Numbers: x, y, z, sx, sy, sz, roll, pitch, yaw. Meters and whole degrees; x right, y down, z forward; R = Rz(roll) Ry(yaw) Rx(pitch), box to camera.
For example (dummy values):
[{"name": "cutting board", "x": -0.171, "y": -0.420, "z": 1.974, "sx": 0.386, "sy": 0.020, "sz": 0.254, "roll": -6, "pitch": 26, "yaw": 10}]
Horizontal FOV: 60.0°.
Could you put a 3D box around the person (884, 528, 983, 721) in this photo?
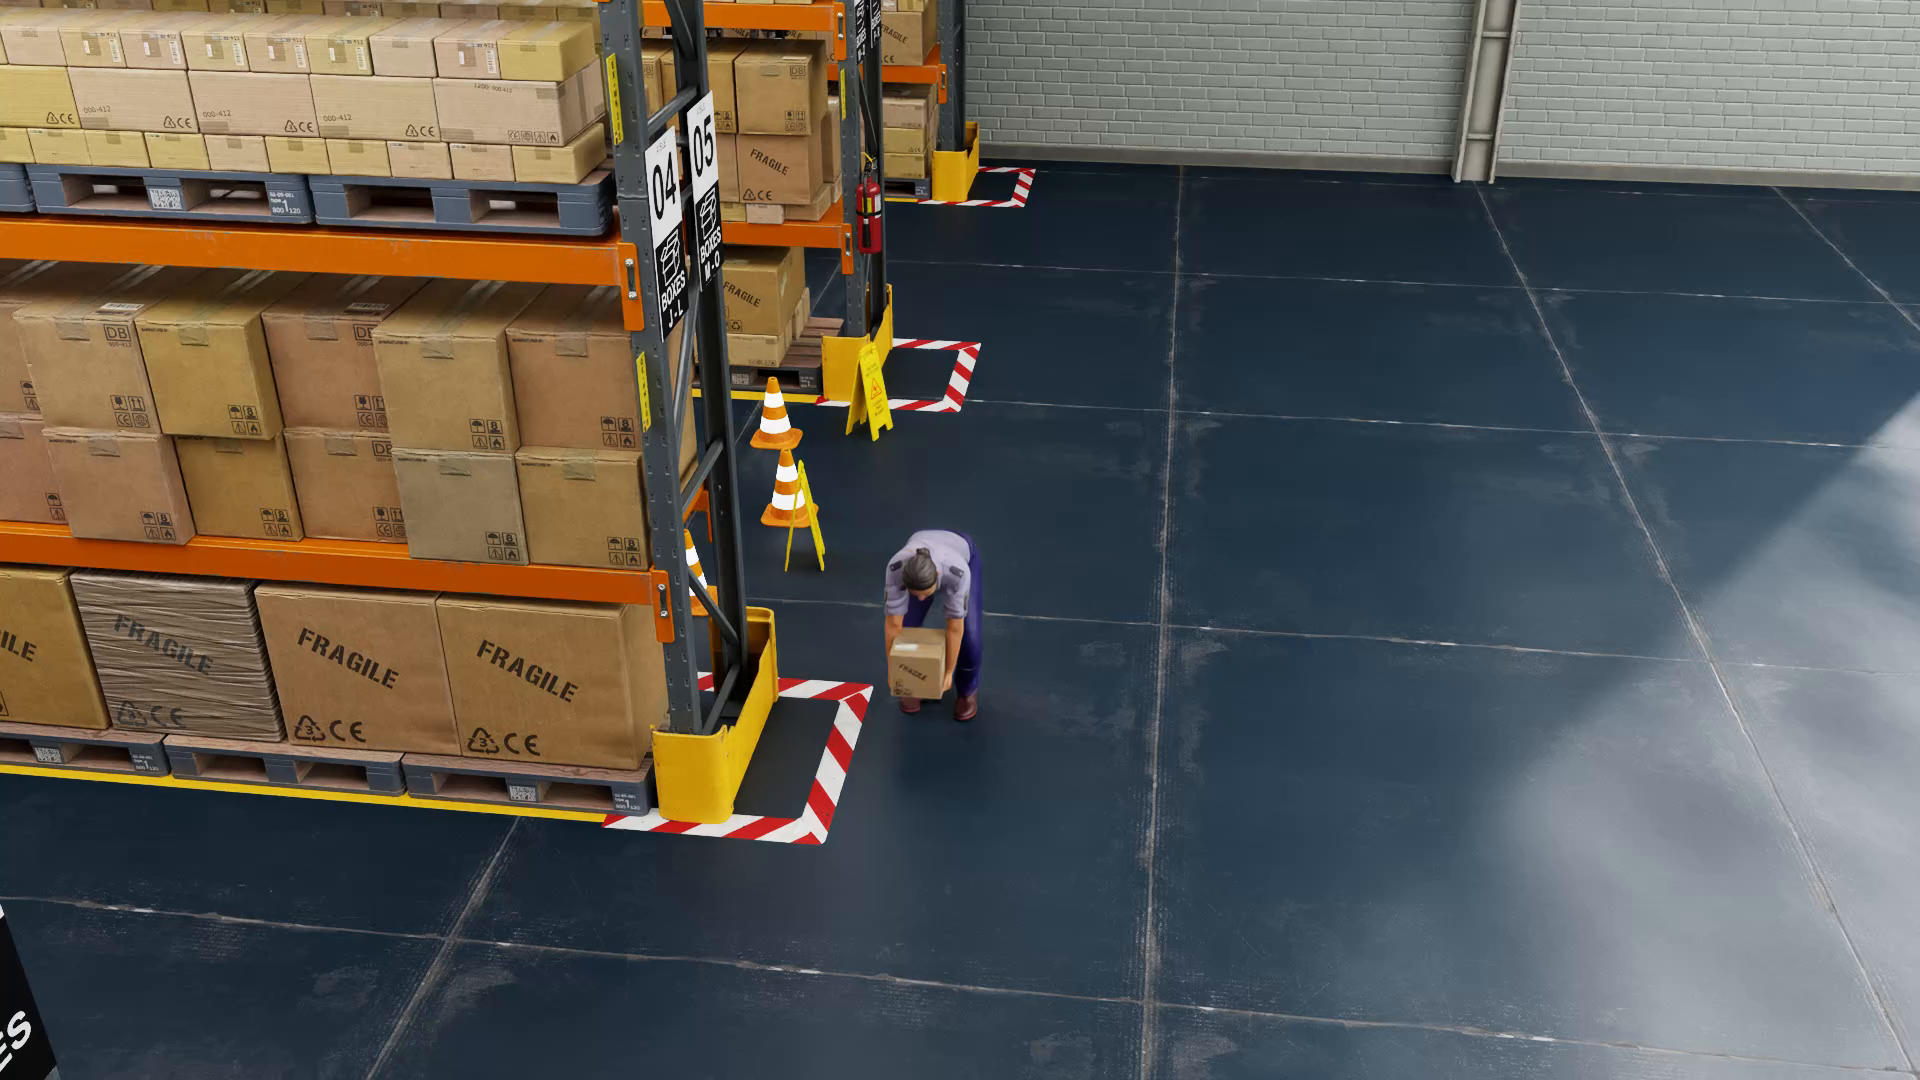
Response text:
[{"name": "person", "x": -0.138, "y": 0.441, "z": 8.358, "sx": 0.488, "sy": 1.148, "sz": 0.868, "roll": 5, "pitch": 29, "yaw": 9}]
